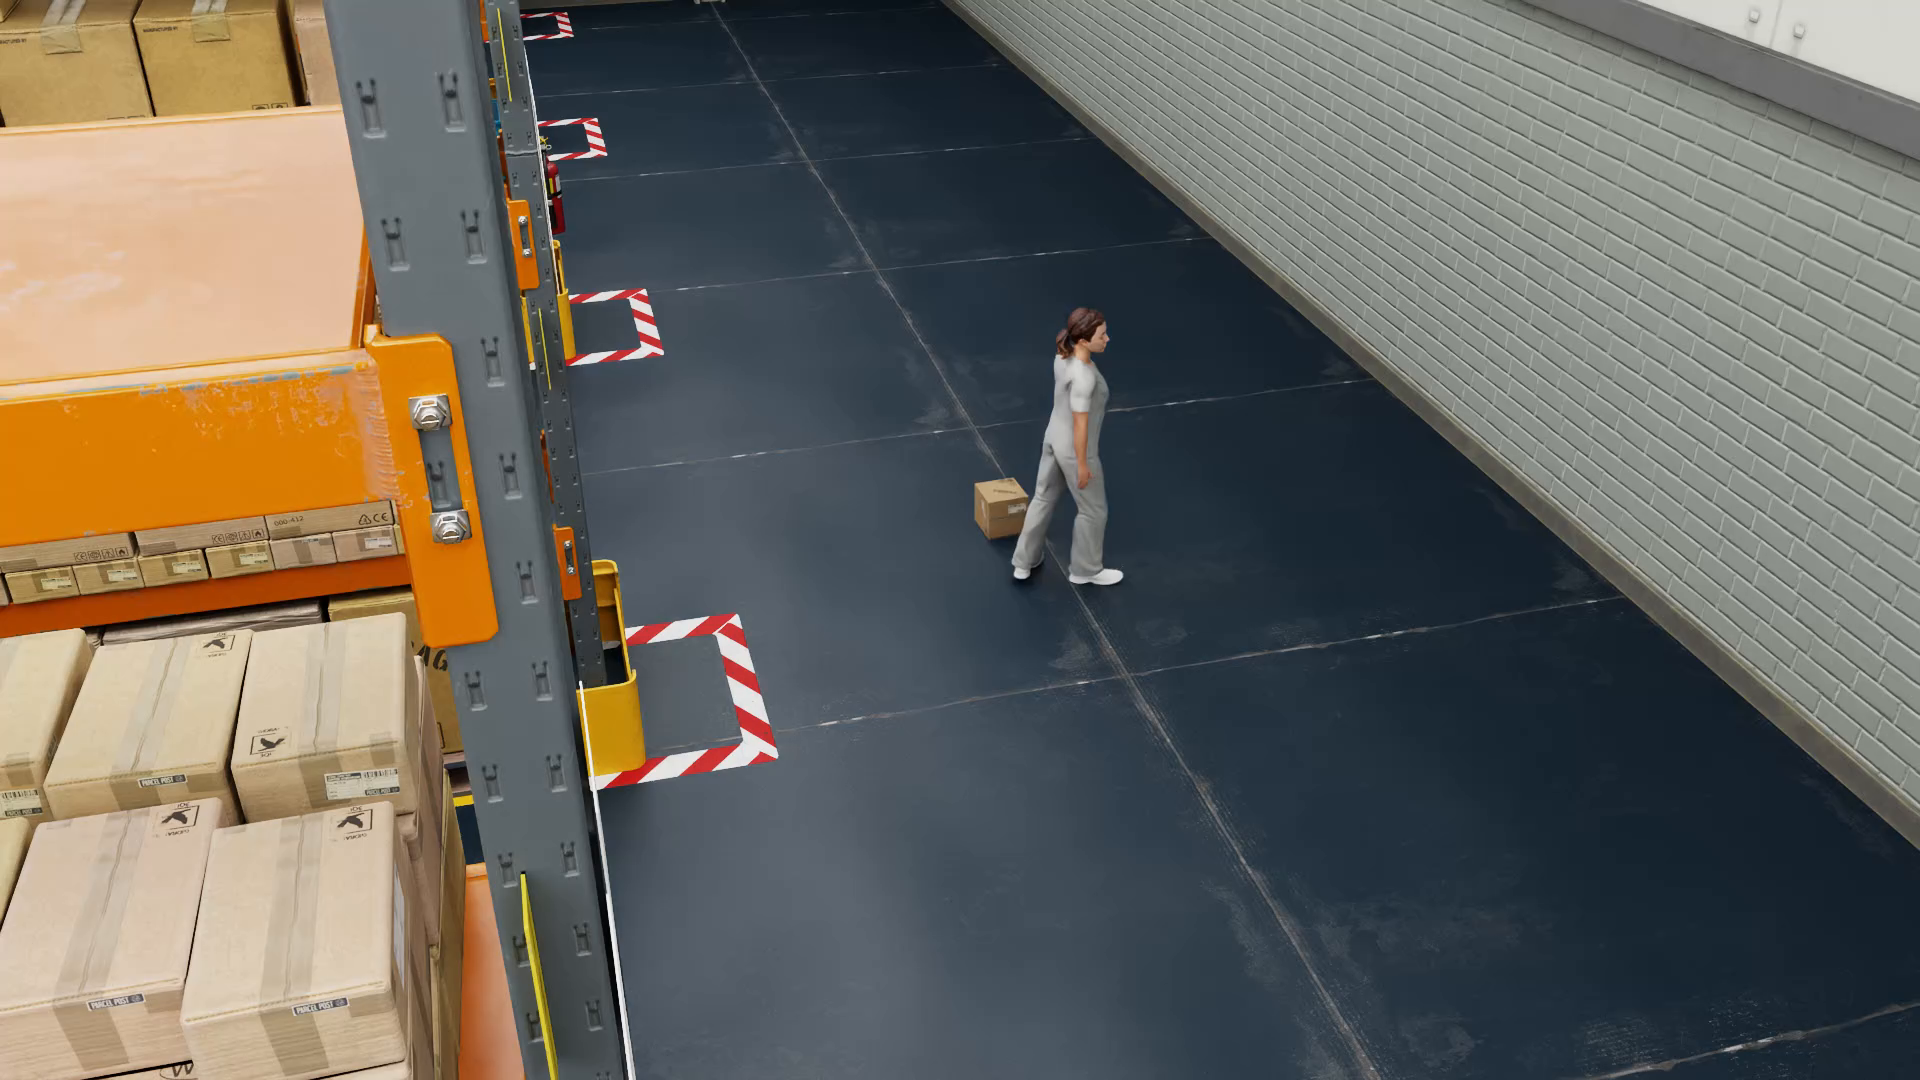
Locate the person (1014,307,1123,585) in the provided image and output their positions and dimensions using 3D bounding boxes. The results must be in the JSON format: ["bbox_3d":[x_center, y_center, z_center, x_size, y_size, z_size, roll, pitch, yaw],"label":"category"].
[{"bbox_3d":[0.608,-0.501,9.095,0.596,1.663,0.499,-8,31,-14],"label":"person"}]
